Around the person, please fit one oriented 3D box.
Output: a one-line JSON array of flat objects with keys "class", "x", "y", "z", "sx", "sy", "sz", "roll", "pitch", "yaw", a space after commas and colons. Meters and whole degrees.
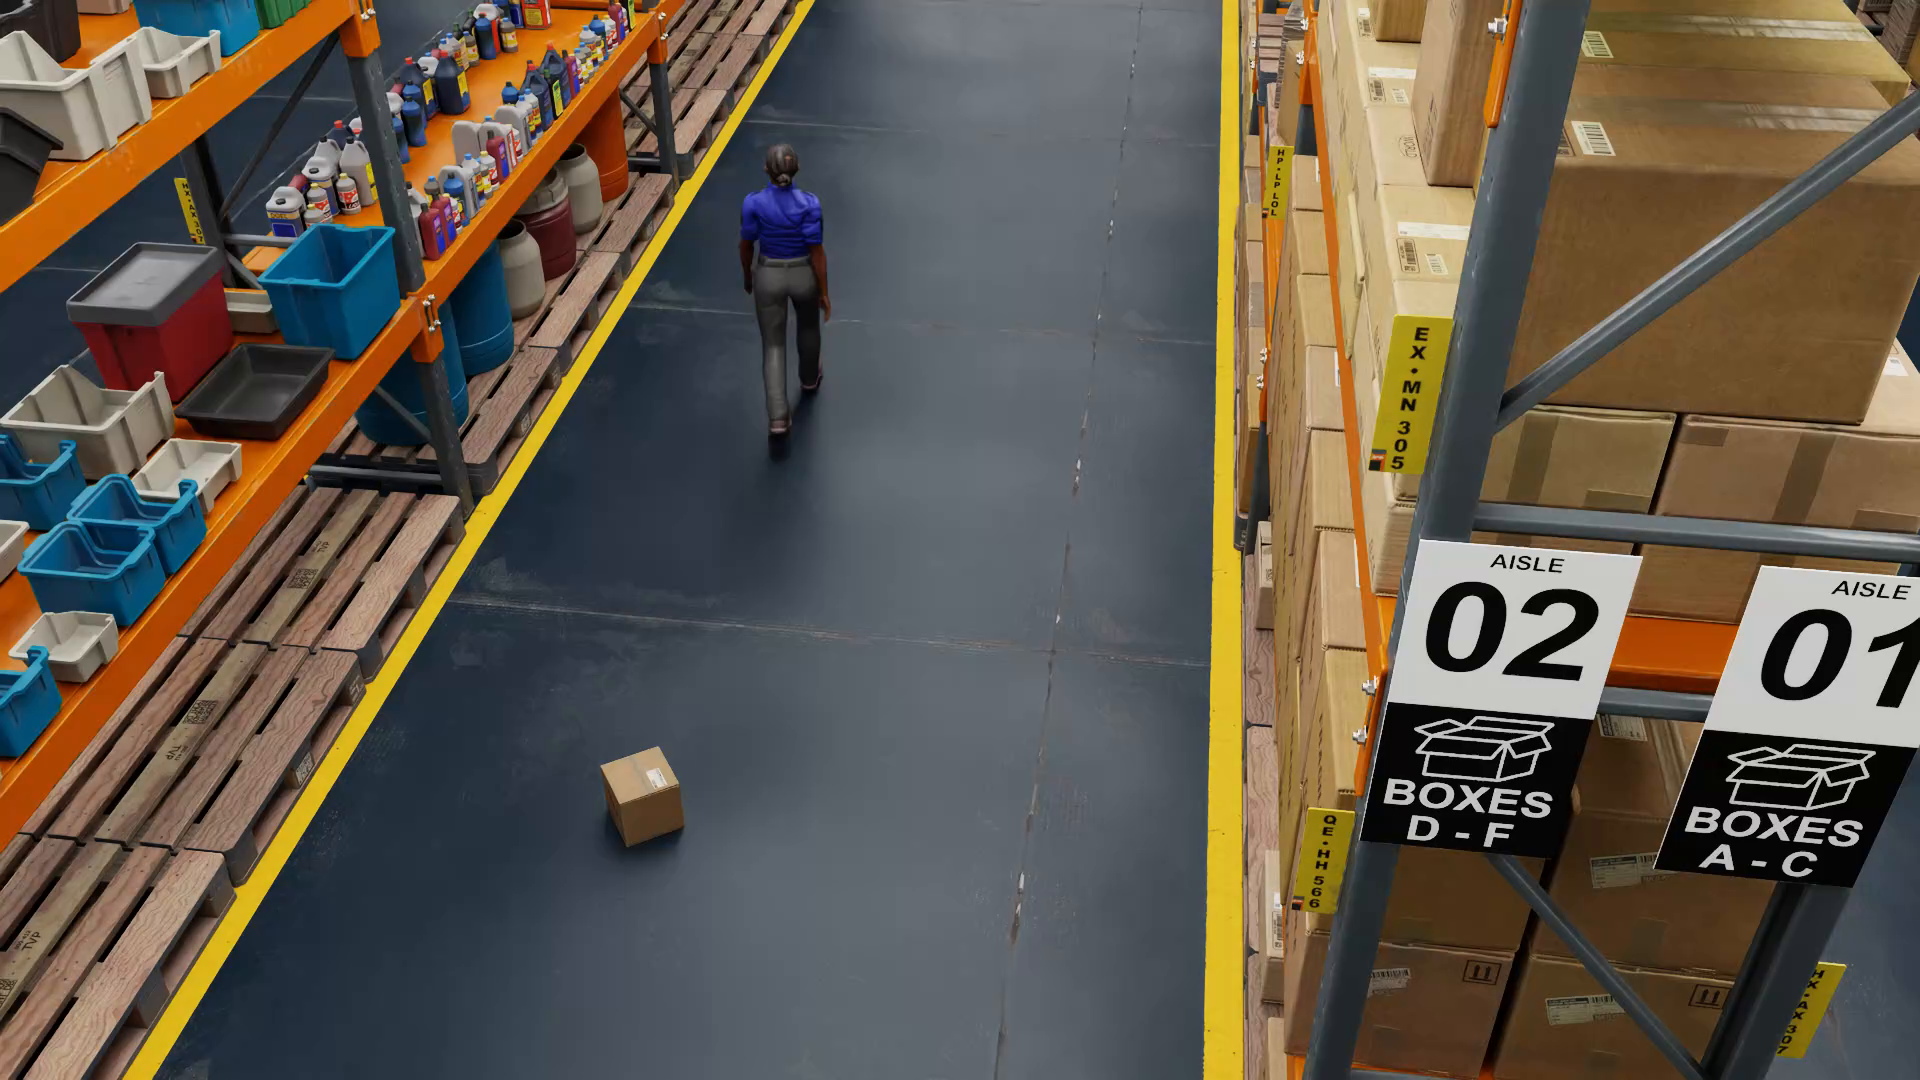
[{"class": "person", "x": -0.938, "y": -1.400, "z": 8.942, "sx": 0.470, "sy": 1.607, "sz": 0.931, "roll": -3, "pitch": 36, "yaw": -4}]
